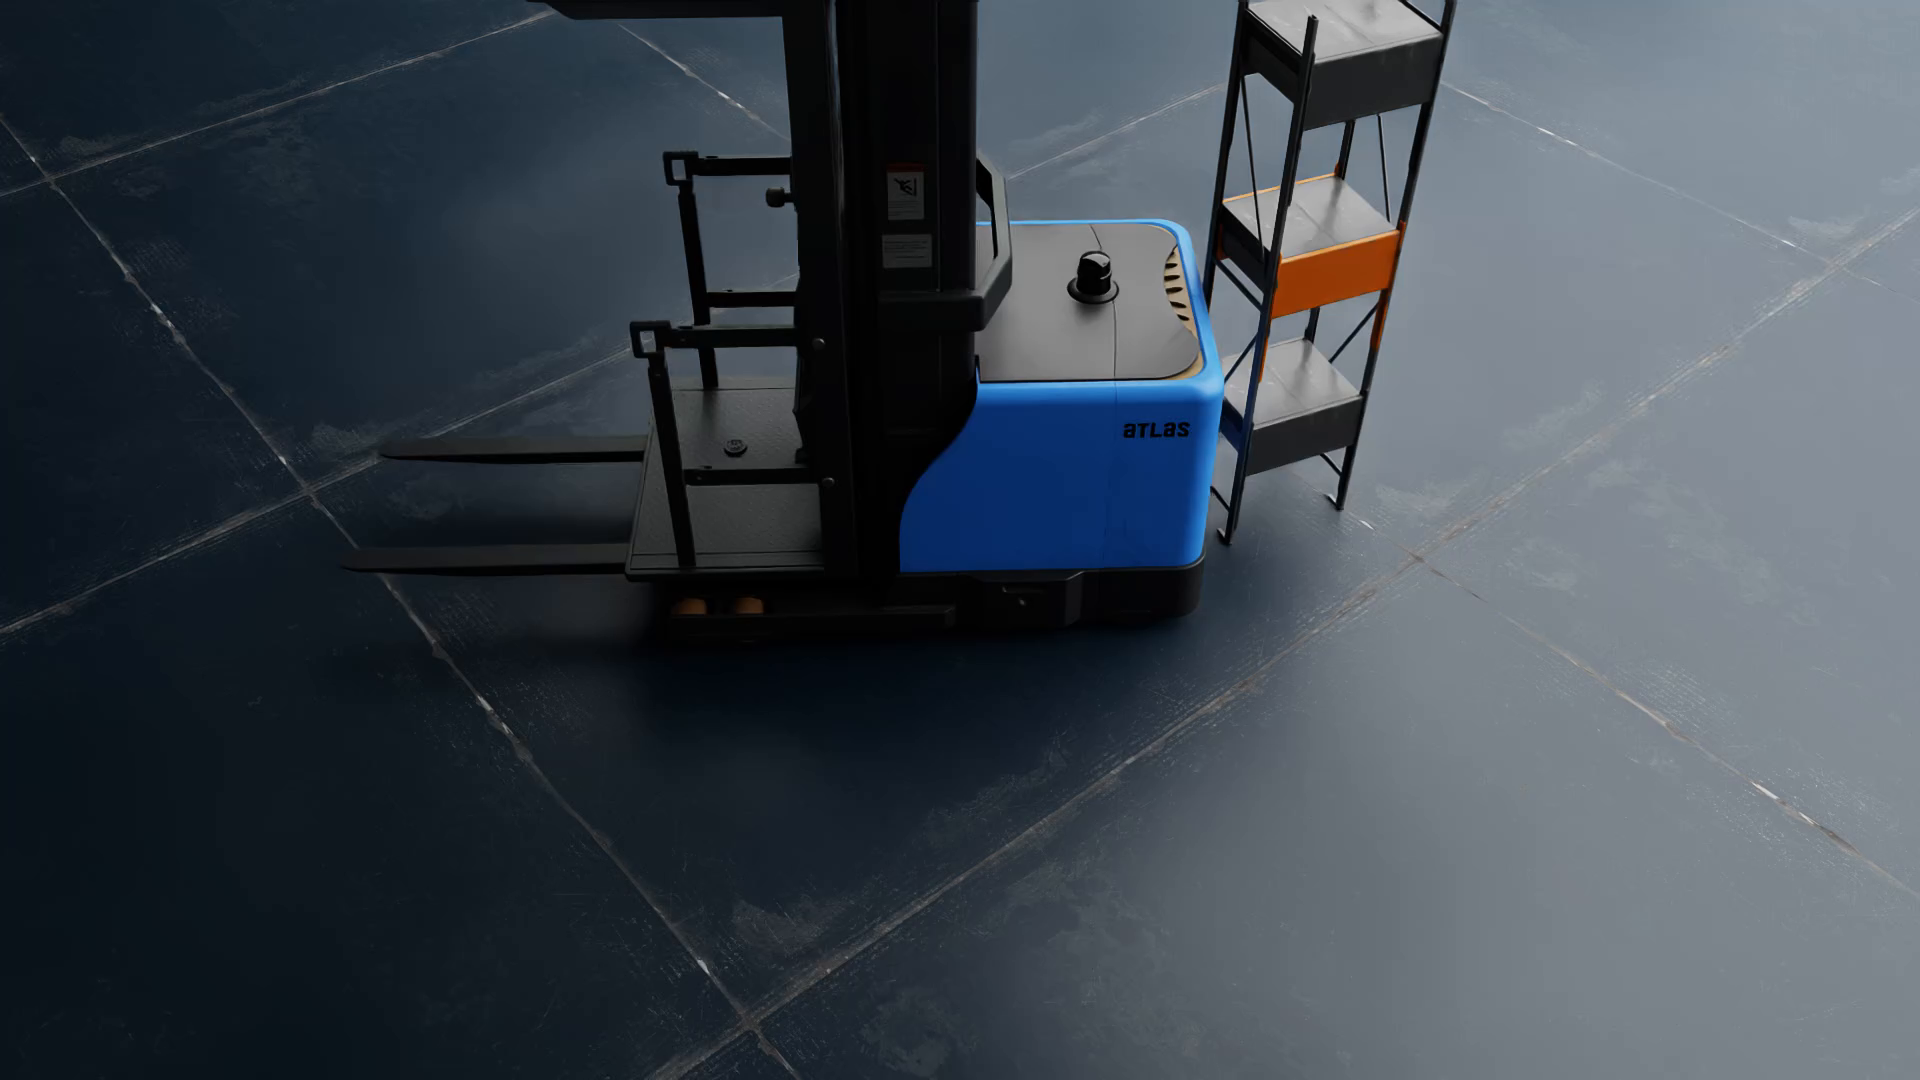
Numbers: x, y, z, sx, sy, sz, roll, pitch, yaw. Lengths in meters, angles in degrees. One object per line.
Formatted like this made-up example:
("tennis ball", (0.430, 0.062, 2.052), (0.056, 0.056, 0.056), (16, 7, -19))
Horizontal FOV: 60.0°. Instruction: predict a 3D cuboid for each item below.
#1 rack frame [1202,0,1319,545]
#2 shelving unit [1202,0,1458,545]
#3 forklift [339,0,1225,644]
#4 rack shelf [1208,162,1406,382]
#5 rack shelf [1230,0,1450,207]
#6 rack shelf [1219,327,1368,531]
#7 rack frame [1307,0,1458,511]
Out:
("rack frame", (0.940, -0.865, 5.633), (0.015, 2.100, 0.400), (-16, 46, -17))
("shelving unit", (1.164, -0.931, 5.703), (0.503, 2.100, 0.431), (-16, 46, -17))
("forklift", (-0.673, -1.072, 5.250), (3.031, 2.935, 1.130), (-1, 43, -1))
("rack shelf", (1.164, -0.921, 5.712), (0.480, 0.518, 0.431), (-16, 46, -17))
("rack shelf", (1.168, -1.425, 5.227), (0.480, 0.518, 0.431), (-16, 46, -17))
("rack shelf", (1.160, -0.417, 6.198), (0.480, 0.518, 0.431), (-16, 46, -17))
("rack frame", (1.388, -0.997, 5.773), (0.015, 2.100, 0.400), (-16, 46, -17))
